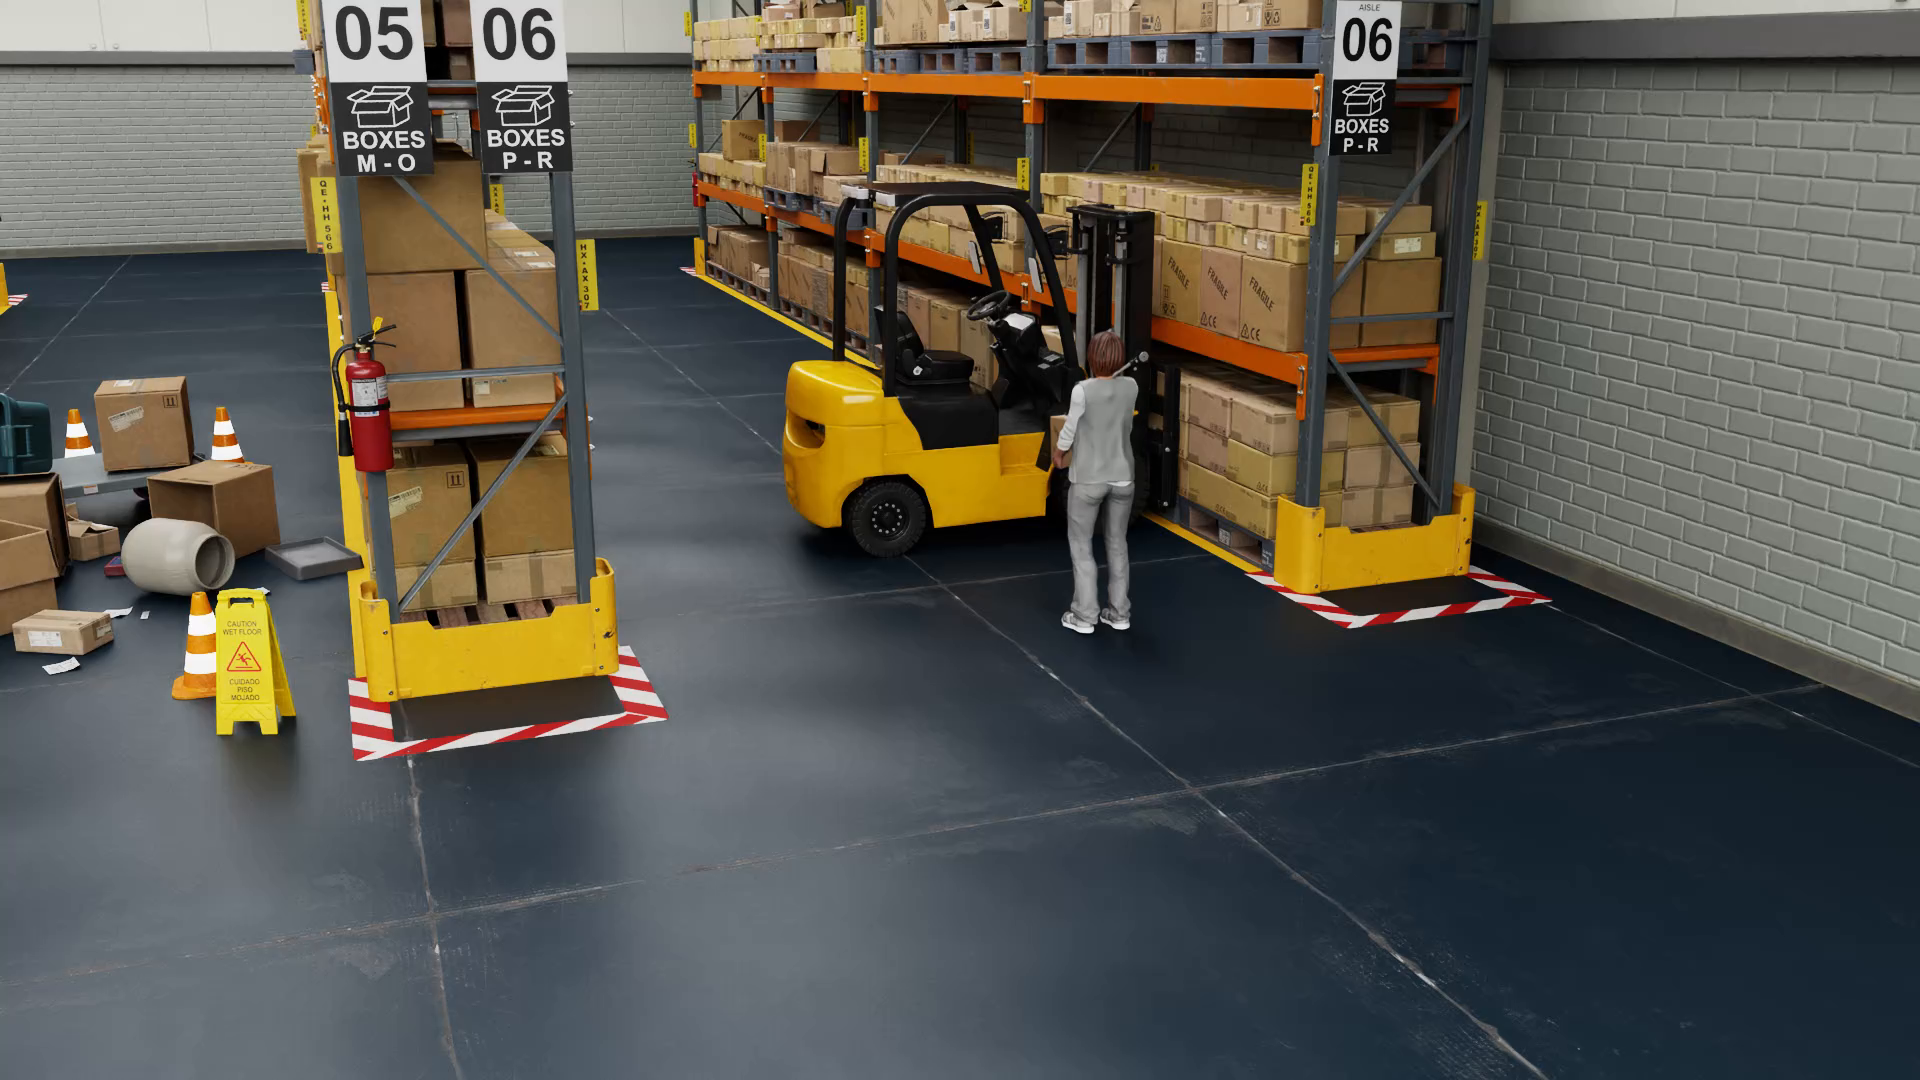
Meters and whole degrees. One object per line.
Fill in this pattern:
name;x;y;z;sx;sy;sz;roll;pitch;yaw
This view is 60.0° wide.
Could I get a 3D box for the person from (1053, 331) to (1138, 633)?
person;0.701;-0.317;8.674;0.404;1.592;0.494;-6;17;-19
